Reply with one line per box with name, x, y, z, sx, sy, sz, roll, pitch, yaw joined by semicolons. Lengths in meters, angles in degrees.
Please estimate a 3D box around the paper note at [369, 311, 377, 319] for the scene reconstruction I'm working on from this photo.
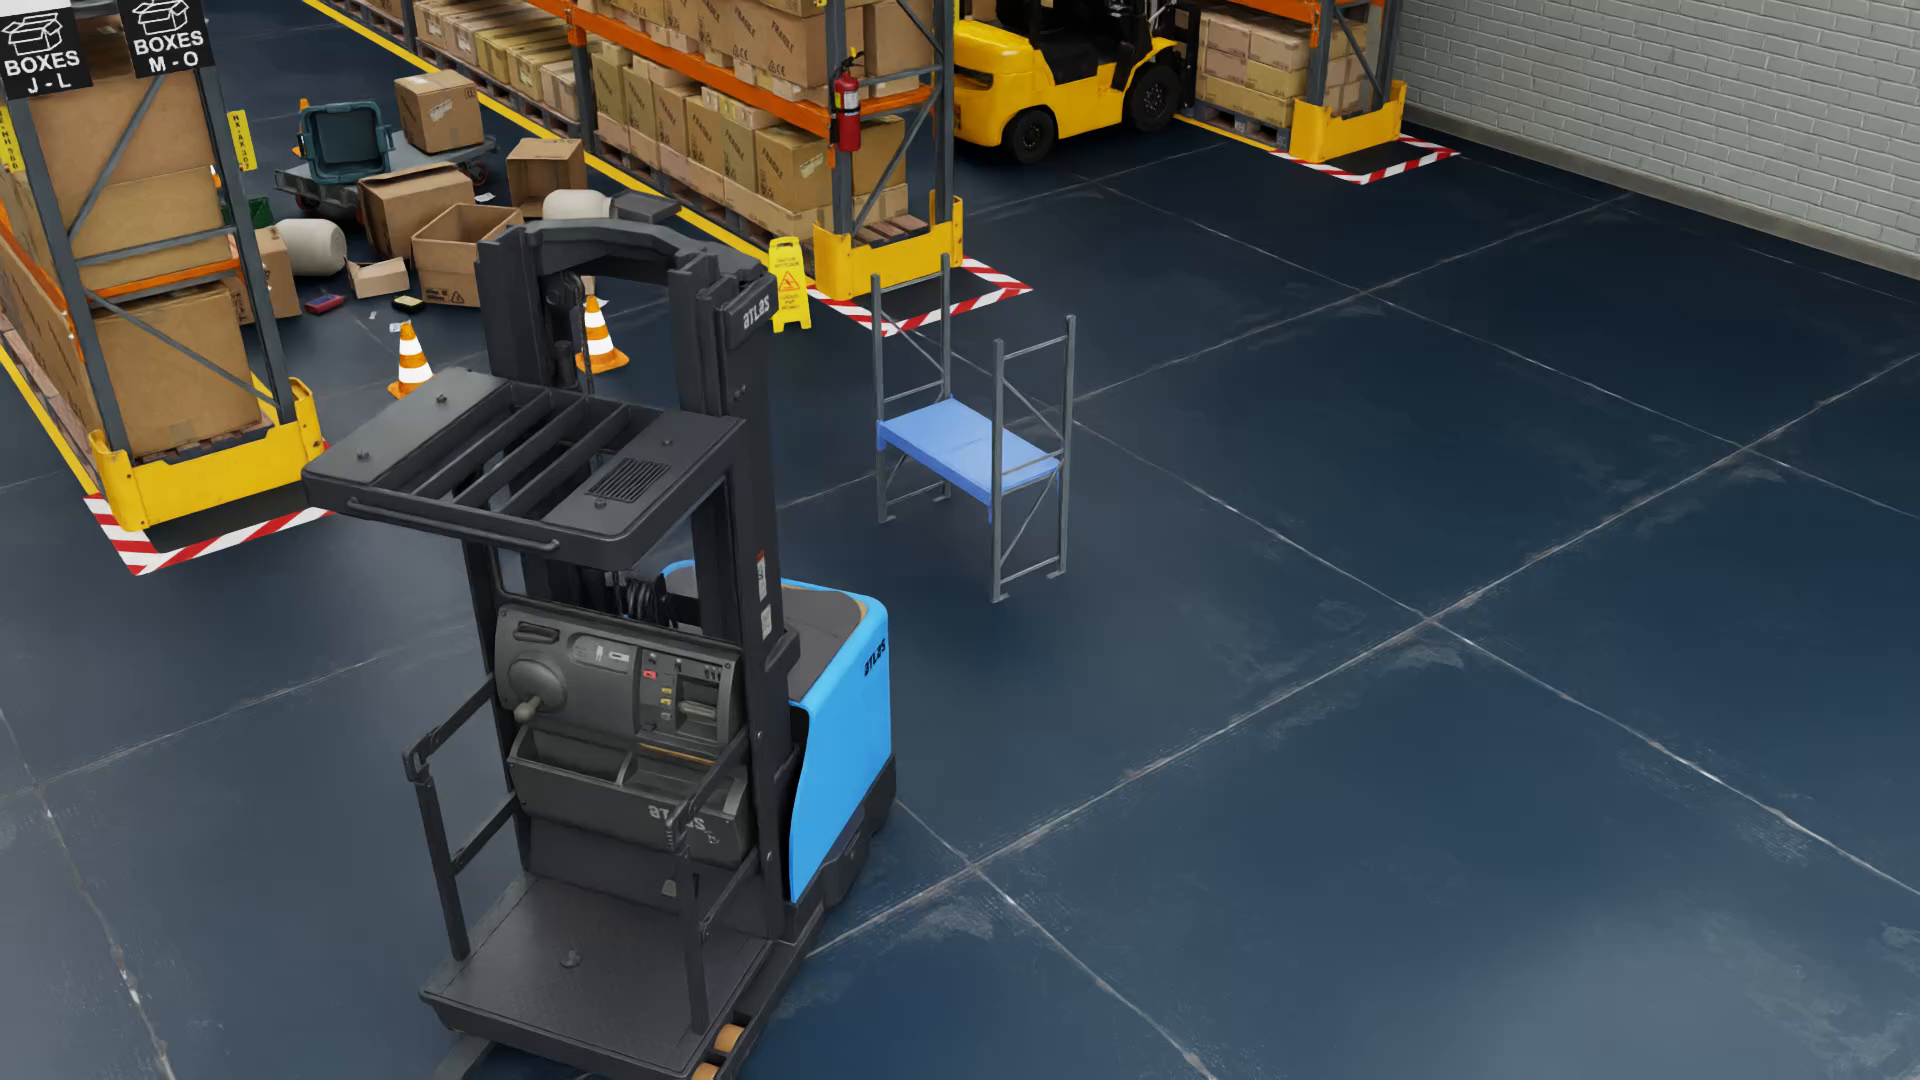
paper note;-4.171;-1.597;11.813;0.032;0.001;0.123;-4;32;-7

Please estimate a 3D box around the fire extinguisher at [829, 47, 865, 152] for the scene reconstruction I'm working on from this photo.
fire extinguisher;-0.767;-2.990;11.294;0.296;0.674;0.183;-22;38;-31

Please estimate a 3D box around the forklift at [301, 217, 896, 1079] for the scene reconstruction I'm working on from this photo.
forklift;-1.274;0.549;5.589;1.130;2.935;3.031;11;34;17

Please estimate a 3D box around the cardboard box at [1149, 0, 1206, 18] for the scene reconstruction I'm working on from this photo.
cardboard box;1.977;-4.985;15.693;0.500;0.250;0.500;-23;39;-32

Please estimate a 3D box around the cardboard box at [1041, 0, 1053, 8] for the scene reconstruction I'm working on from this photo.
cardboard box;1.045;-5.415;16.861;0.500;0.250;0.500;-22;38;-32

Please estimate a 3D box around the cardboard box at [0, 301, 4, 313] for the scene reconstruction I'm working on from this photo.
cardboard box;-6.444;-2.234;11.620;0.875;0.875;0.875;-22;38;-31

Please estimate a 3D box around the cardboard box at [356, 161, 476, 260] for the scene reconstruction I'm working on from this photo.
cardboard box;-4.130;-2.517;12.697;0.797;0.637;0.503;-22;38;-31

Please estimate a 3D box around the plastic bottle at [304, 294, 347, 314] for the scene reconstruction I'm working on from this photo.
plastic bottle;-4.546;-1.705;11.937;0.133;0.061;0.283;18;36;27

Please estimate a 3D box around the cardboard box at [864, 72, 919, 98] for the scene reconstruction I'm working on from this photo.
cardboard box;-0.518;-3.321;11.993;0.380;0.149;0.250;-22;38;-31

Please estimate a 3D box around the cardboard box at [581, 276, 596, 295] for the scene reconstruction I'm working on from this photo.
cardboard box;-2.872;-1.901;12.170;0.380;0.149;0.250;-4;32;-7

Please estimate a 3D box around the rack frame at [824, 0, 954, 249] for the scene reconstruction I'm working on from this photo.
rack frame;-0.474;-3.220;11.591;1.000;3.000;0.127;-22;38;-31

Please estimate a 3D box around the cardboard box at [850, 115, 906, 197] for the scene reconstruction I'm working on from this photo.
cardboard box;-0.765;-2.984;12.709;0.500;0.500;0.500;-24;39;-33

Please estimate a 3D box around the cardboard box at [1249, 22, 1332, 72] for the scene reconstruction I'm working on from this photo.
cardboard box;2.916;-4.353;14.676;0.500;0.250;0.500;-21;37;-30

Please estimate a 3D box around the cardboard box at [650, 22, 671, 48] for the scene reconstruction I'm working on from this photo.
cardboard box;-2.210;-4.009;13.100;0.380;0.149;0.250;-22;38;-31

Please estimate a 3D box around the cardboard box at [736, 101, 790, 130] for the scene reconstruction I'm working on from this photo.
cardboard box;-1.449;-3.205;12.450;0.380;0.149;0.250;-21;38;-30

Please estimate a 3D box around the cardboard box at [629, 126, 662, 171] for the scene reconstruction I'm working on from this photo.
cardboard box;-2.442;-3.345;14.001;0.500;0.250;0.500;-20;37;-29

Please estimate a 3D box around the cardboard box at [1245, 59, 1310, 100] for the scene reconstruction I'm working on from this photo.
cardboard box;2.900;-4.152;14.826;0.500;0.250;0.500;-23;38;-32

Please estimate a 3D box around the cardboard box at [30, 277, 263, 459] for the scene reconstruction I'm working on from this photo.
cardboard box;-4.790;-1.113;9.815;0.875;0.875;0.875;-22;38;-31

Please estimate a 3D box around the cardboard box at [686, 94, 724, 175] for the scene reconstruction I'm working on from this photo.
cardboard box;-1.797;-3.227;13.100;0.500;0.500;0.500;-23;39;-32

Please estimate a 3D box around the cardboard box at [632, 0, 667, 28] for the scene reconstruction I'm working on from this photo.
cardboard box;-2.253;-4.367;13.061;0.500;0.500;0.500;-23;38;-32

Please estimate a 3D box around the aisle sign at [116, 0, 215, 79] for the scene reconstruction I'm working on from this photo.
aisle sign;-4.041;-2.748;8.367;0.394;0.787;0.004;-22;38;-31

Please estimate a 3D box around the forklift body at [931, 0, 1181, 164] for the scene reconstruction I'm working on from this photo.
forklift body;0.841;-4.667;14.725;2.313;2.155;1.214;-22;38;-31

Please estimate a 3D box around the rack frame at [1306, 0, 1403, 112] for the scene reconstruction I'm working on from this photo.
rack frame;3.445;-4.827;14.179;1.000;3.000;0.127;-22;38;-31

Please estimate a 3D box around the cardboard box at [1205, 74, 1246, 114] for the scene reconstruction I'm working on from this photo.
cardboard box;2.610;-4.141;15.283;0.500;0.250;0.500;-22;38;-31

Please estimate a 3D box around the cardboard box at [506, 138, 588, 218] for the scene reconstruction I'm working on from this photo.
cardboard box;-3.344;-2.939;13.506;0.500;0.500;0.500;1;32;2

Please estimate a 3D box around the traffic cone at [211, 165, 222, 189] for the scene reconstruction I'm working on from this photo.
traffic cone;-6.404;-3.213;13.984;0.336;0.463;0.334;-22;38;-31

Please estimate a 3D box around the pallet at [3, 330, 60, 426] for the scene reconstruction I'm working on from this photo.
pallet;-5.618;-1.207;10.994;1.003;0.211;1.213;-22;38;-31

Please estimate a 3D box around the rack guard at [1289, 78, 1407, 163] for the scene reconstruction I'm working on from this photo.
rack guard;3.460;-3.755;14.822;1.175;0.500;0.348;-22;38;-31

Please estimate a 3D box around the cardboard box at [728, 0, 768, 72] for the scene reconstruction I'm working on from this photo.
cardboard box;-1.327;-3.736;12.045;0.500;0.500;0.500;-22;38;-31

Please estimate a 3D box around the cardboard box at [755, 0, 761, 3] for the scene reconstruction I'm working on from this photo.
cardboard box;-1.264;-4.169;11.795;0.700;0.500;0.500;-22;38;-31

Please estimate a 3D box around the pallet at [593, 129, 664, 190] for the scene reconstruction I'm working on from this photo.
pallet;-2.487;-3.434;14.578;1.003;0.211;1.213;-22;38;-31

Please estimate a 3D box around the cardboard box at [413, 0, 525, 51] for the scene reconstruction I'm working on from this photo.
cardboard box;-5.041;-5.377;17.157;0.950;0.372;0.625;-25;40;-34

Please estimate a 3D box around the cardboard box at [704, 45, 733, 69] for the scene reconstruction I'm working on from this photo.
cardboard box;-1.711;-3.710;12.618;0.380;0.149;0.250;-23;38;-32

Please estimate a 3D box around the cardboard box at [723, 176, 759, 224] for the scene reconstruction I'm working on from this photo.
cardboard box;-1.493;-2.698;12.960;0.500;0.250;0.500;-22;38;-31

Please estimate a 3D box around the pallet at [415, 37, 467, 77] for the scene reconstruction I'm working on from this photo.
pallet;-4.901;-5.043;17.170;1.003;0.211;1.213;-22;38;-31

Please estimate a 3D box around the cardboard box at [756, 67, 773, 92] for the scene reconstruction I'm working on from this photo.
cardboard box;-1.255;-3.383;12.092;0.380;0.149;0.250;-23;39;-32

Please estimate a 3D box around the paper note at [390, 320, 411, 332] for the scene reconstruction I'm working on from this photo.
paper note;-3.917;-1.500;11.637;0.144;0.017;0.142;-10;33;-15

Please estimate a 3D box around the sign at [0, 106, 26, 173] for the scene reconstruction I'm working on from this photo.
sign;-4.759;-1.999;8.303;0.100;0.325;0.005;-22;38;-31

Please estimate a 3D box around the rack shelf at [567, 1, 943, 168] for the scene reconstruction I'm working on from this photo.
rack shelf;-1.700;-3.748;13.123;1.077;0.370;4.000;-22;38;-31

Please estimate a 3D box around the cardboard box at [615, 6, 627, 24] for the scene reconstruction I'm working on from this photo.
cardboard box;-2.604;-4.356;13.658;0.380;0.149;0.250;-22;38;-32

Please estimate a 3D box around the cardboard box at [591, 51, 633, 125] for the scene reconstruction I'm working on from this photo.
cardboard box;-2.778;-3.882;14.155;0.500;0.500;0.500;-20;37;-29

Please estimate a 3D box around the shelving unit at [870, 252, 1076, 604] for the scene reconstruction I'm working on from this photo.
shelving unit;0.052;-0.602;8.797;0.538;1.500;1.048;-22;38;-31

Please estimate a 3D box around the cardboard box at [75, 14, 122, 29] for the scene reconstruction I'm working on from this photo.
cardboard box;-5.165;-2.742;9.657;0.875;0.550;0.550;-22;38;-31

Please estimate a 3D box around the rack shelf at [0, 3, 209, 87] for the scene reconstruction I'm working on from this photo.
rack shelf;-5.548;-3.378;9.685;1.077;0.370;4.000;-22;38;-31

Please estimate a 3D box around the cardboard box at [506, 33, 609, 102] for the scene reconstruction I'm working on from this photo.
cardboard box;-3.694;-4.465;15.689;0.950;0.372;0.625;-20;37;-29

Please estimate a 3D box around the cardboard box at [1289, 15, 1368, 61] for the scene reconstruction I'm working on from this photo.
cardboard box;3.300;-4.524;14.951;0.500;0.250;0.500;-23;39;-32

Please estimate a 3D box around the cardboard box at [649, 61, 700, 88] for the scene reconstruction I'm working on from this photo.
cardboard box;-2.265;-3.762;13.346;0.380;0.149;0.250;-20;37;-29

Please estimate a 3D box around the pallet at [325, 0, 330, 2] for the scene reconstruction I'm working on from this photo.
pallet;-7.299;-6.739;19.900;1.003;0.211;1.213;-22;38;-31

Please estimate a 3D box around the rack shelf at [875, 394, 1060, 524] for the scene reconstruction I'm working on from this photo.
rack shelf;0.052;-0.449;8.892;0.538;0.185;1.000;-22;38;-31

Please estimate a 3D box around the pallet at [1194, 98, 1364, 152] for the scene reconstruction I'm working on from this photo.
pallet;2.943;-3.948;15.406;1.003;0.211;1.213;-22;38;-31

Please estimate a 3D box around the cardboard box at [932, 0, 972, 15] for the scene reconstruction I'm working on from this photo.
cardboard box;0.194;-6.204;18.248;0.875;0.625;0.625;-23;38;-32

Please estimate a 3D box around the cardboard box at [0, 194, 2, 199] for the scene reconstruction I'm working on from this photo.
cardboard box;-5.541;-2.483;10.263;0.875;0.550;0.500;-22;38;-31
